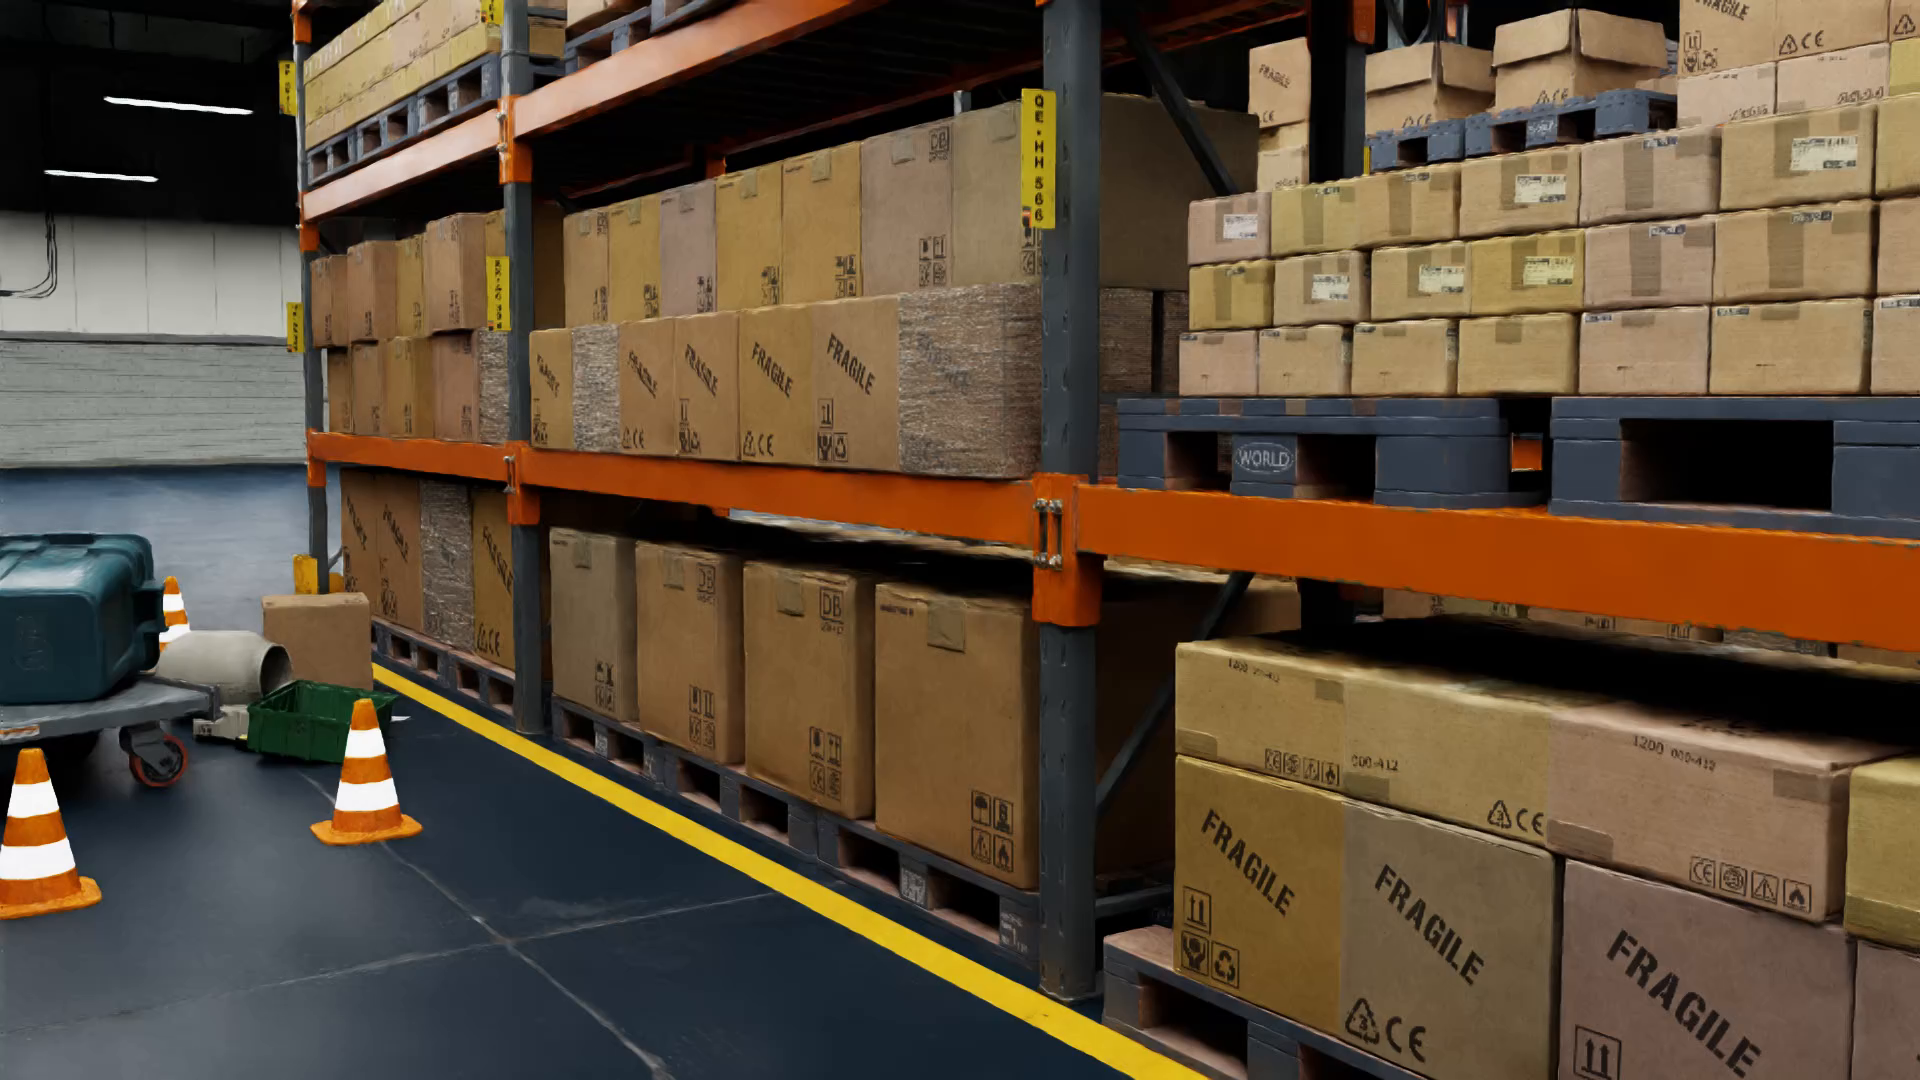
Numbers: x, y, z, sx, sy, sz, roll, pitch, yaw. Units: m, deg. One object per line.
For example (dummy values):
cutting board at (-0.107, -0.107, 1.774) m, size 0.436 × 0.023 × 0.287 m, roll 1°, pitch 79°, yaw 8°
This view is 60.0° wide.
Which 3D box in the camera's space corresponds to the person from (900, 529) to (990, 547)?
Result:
person at (-0.063, -0.100, 9.221) m, size 0.522 × 1.639 × 0.783 m, roll -1°, pitch 5°, yaw -9°
